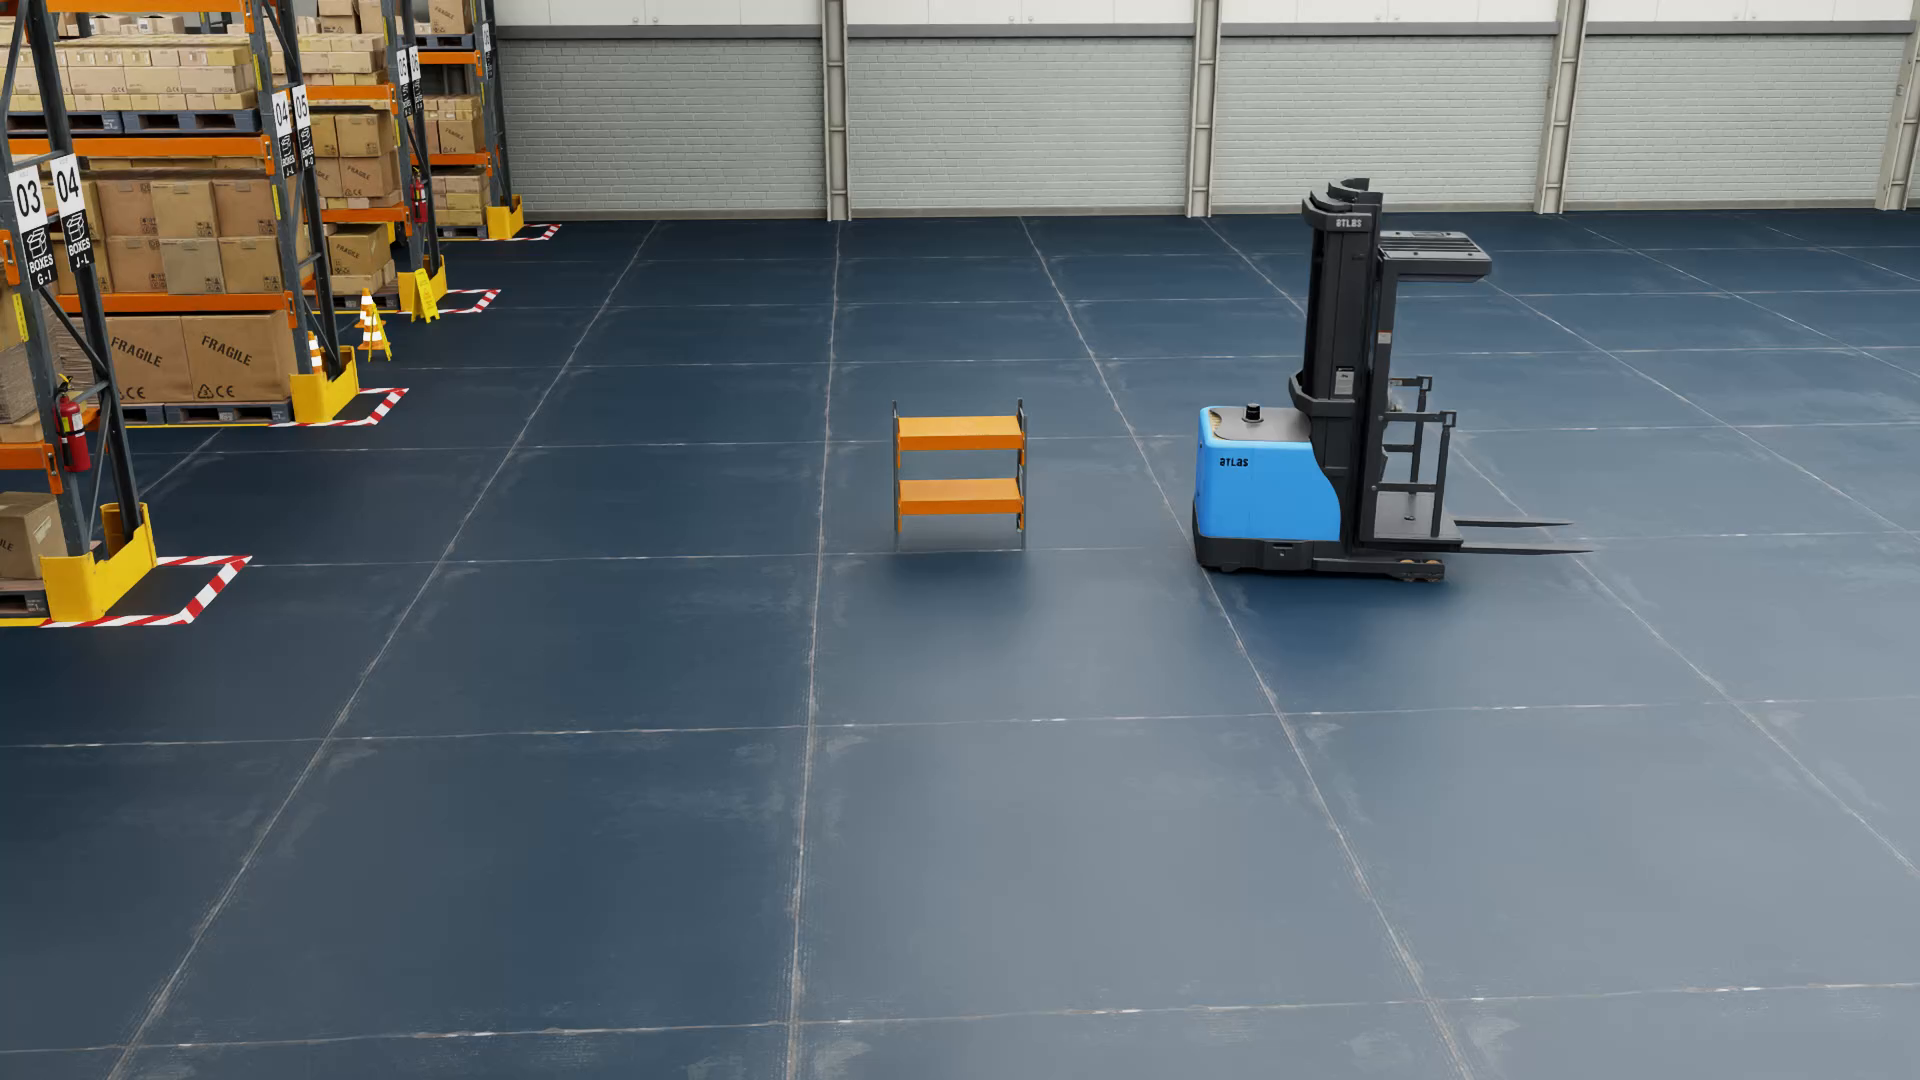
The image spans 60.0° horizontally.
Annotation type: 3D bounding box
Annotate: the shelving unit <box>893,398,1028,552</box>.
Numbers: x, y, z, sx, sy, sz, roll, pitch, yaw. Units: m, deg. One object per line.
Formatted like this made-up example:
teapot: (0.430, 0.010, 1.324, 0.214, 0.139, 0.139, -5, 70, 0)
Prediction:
shelving unit: (-0.007, -0.526, 13.420, 1.048, 1.125, 0.538, -1, 21, -3)

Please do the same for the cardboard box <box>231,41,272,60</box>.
cardboard box: (-6.925, -4.787, 16.265, 0.250, 0.149, 0.380, -1, 21, -2)

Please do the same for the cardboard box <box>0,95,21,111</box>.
cardboard box: (-8.913, -4.140, 15.687, 0.250, 0.149, 0.380, -1, 21, -3)

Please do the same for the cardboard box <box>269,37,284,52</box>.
cardboard box: (-8.292, -6.090, 20.418, 0.250, 0.149, 0.380, -1, 21, -3)

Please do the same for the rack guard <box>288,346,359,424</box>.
rack guard: (-6.550, -1.613, 17.156, 0.348, 0.500, 1.175, -1, 21, -3)

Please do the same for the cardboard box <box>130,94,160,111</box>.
cardboard box: (-7.647, -4.166, 15.754, 0.250, 0.149, 0.380, -1, 21, -3)

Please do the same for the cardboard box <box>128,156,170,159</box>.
cardboard box: (-9.988, -5.044, 20.689, 0.500, 0.500, 0.700, -1, 21, -3)

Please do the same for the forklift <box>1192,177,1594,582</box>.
forklift: (3.395, -1.242, 12.764, 3.031, 2.935, 1.130, 2, 21, 4)

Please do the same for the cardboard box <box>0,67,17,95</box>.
cardboard box: (-9.056, -4.345, 15.664, 0.500, 0.250, 0.500, -1, 21, -4)

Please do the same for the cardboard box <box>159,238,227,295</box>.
cardboard box: (-7.490, -2.809, 16.571, 0.550, 0.550, 0.875, -1, 21, -3)

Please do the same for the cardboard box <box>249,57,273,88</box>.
cardboard box: (-7.070, -4.576, 16.271, 0.500, 0.250, 0.500, -1, 21, -3)

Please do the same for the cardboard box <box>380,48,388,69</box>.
cardboard box: (-7.475, -6.093, 20.985, 0.500, 0.250, 0.500, -2, 21, -4)

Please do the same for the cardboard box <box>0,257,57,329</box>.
cardboard box: (-6.956, -1.756, 12.053, 0.500, 0.500, 0.500, -1, 21, -3)

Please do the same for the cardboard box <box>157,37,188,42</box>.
cardboard box: (-9.587, -6.040, 20.287, 0.250, 0.149, 0.380, -2, 21, -5)

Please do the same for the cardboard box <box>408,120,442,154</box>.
cardboard box: (-8.239, -6.237, 25.646, 0.500, 0.500, 0.500, -1, 21, -1)

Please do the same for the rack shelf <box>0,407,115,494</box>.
rack shelf: (-8.388, -0.640, 12.098, 4.000, 0.370, 1.077, -1, 21, -3)

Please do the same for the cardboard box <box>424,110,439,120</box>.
cardboard box: (-8.091, -6.545, 25.543, 0.250, 0.149, 0.380, -1, 21, -2)

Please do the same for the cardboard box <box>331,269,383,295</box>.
cardboard box: (-7.773, -3.336, 21.442, 0.500, 0.250, 0.500, -1, 21, -3)

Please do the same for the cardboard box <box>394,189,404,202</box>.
cardboard box: (-7.308, -4.487, 21.543, 0.250, 0.149, 0.380, -1, 21, -3)

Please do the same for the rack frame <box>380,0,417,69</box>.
rack frame: (-6.957, -7.341, 20.255, 0.127, 3.000, 1.000, -1, 21, -3)

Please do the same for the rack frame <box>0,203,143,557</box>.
rack frame: (-6.392, -1.017, 12.076, 0.127, 3.000, 1.000, -1, 21, -3)

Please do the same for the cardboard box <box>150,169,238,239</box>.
cardboard box: (-7.490, -3.318, 16.392, 0.550, 0.550, 0.875, -1, 21, -3)

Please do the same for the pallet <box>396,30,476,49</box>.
pallet: (-7.952, -7.656, 25.422, 1.213, 0.211, 1.003, -1, 21, -3)

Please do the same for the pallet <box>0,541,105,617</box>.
pallet: (-7.281, 0.292, 12.558, 1.213, 0.211, 1.003, -1, 21, -3)

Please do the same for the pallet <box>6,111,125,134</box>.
pallet: (-8.535, -4.097, 16.074, 1.213, 0.211, 1.003, -1, 21, -3)

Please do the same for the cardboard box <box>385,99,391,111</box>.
cardboard box: (-8.601, -6.653, 25.409, 0.250, 0.149, 0.380, -1, 21, -2)

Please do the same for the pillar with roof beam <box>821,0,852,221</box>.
pillar with roof beam: (-1.755, -8.003, 21.994, 0.400, 9.000, 9.100, -1, 21, -3)

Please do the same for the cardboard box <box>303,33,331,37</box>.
cardboard box: (-8.082, -6.287, 20.935, 0.250, 0.149, 0.380, -1, 21, -3)

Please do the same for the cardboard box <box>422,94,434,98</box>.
cardboard box: (-8.366, -6.855, 25.940, 0.250, 0.149, 0.380, -1, 21, -3)

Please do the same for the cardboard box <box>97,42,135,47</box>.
cardboard box: (-8.194, -4.762, 16.199, 0.250, 0.149, 0.380, -1, 21, -4)

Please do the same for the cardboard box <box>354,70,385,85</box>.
cardboard box: (-7.298, -5.715, 20.554, 0.250, 0.149, 0.380, -1, 21, -3)

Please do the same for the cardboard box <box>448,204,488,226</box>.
cardboard box: (-7.695, -5.090, 26.049, 0.500, 0.250, 0.500, -1, 21, -3)

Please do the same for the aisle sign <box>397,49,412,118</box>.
aisle sign: (-6.879, -5.650, 20.593, 0.004, 0.787, 0.394, -1, 21, -3)

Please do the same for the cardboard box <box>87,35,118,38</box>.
cardboard box: (-10.647, -6.197, 20.699, 0.250, 0.149, 0.380, -1, 21, -2)

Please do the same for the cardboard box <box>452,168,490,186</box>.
cardboard box: (-7.735, -5.736, 26.342, 0.500, 0.250, 0.500, -1, 21, -4)

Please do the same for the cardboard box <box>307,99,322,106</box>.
cardboard box: (-9.872, -6.639, 25.372, 0.250, 0.149, 0.380, -1, 21, -4)

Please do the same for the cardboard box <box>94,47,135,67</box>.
cardboard box: (-7.904, -4.533, 15.599, 0.250, 0.149, 0.380, -1, 21, -3)

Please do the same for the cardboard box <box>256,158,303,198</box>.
cardboard box: (-8.483, -4.597, 20.920, 0.500, 0.500, 0.500, -1, 21, -3)

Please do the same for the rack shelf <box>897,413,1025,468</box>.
rack shelf: (-0.007, -0.799, 13.316, 1.000, 0.278, 0.538, -1, 21, -3)

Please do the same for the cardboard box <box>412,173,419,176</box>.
cardboard box: (-8.699, -5.533, 25.806, 0.500, 0.250, 0.500, -1, 21, -2)

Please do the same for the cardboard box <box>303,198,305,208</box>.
cardboard box: (-8.341, -4.323, 21.113, 0.250, 0.149, 0.380, -1, 21, -2)

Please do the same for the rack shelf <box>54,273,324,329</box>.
rack shelf: (-8.571, -2.404, 16.731, 4.000, 0.370, 1.077, -1, 21, -3)

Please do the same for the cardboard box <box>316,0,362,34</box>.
cardboard box: (-9.287, -7.914, 25.101, 0.637, 0.503, 0.797, 0, 21, -1)

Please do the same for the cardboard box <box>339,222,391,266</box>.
cardboard box: (-7.802, -3.880, 21.817, 0.500, 0.500, 0.500, -2, 21, -5)

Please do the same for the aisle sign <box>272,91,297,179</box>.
aisle sign: (-6.486, -3.891, 15.971, 0.004, 0.787, 0.394, -1, 21, -3)

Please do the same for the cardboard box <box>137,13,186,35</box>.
cardboard box: (-11.947, -7.721, 24.864, 0.500, 0.311, 0.500, -2, 21, -5)

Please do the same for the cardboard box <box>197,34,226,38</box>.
cardboard box: (-9.355, -6.247, 20.831, 0.250, 0.149, 0.380, -1, 21, -2)

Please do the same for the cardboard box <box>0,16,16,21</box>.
cardboard box: (-13.996, -7.803, 24.815, 0.500, 0.500, 0.700, -2, 21, -4)

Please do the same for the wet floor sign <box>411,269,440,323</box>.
wet floor sign: (-6.707, -3.061, 20.754, 0.232, 0.644, 0.267, 6, 22, 16)

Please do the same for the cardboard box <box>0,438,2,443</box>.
cardboard box: (-6.914, -0.816, 11.901, 0.250, 0.149, 0.380, -1, 21, -3)

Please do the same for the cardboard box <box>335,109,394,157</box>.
cardboard box: (-7.455, -5.102, 20.843, 0.500, 0.500, 0.700, -2, 21, -4)

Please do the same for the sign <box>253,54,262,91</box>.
sign: (-6.557, -4.367, 15.526, 0.005, 0.325, 0.100, -1, 21, -3)
